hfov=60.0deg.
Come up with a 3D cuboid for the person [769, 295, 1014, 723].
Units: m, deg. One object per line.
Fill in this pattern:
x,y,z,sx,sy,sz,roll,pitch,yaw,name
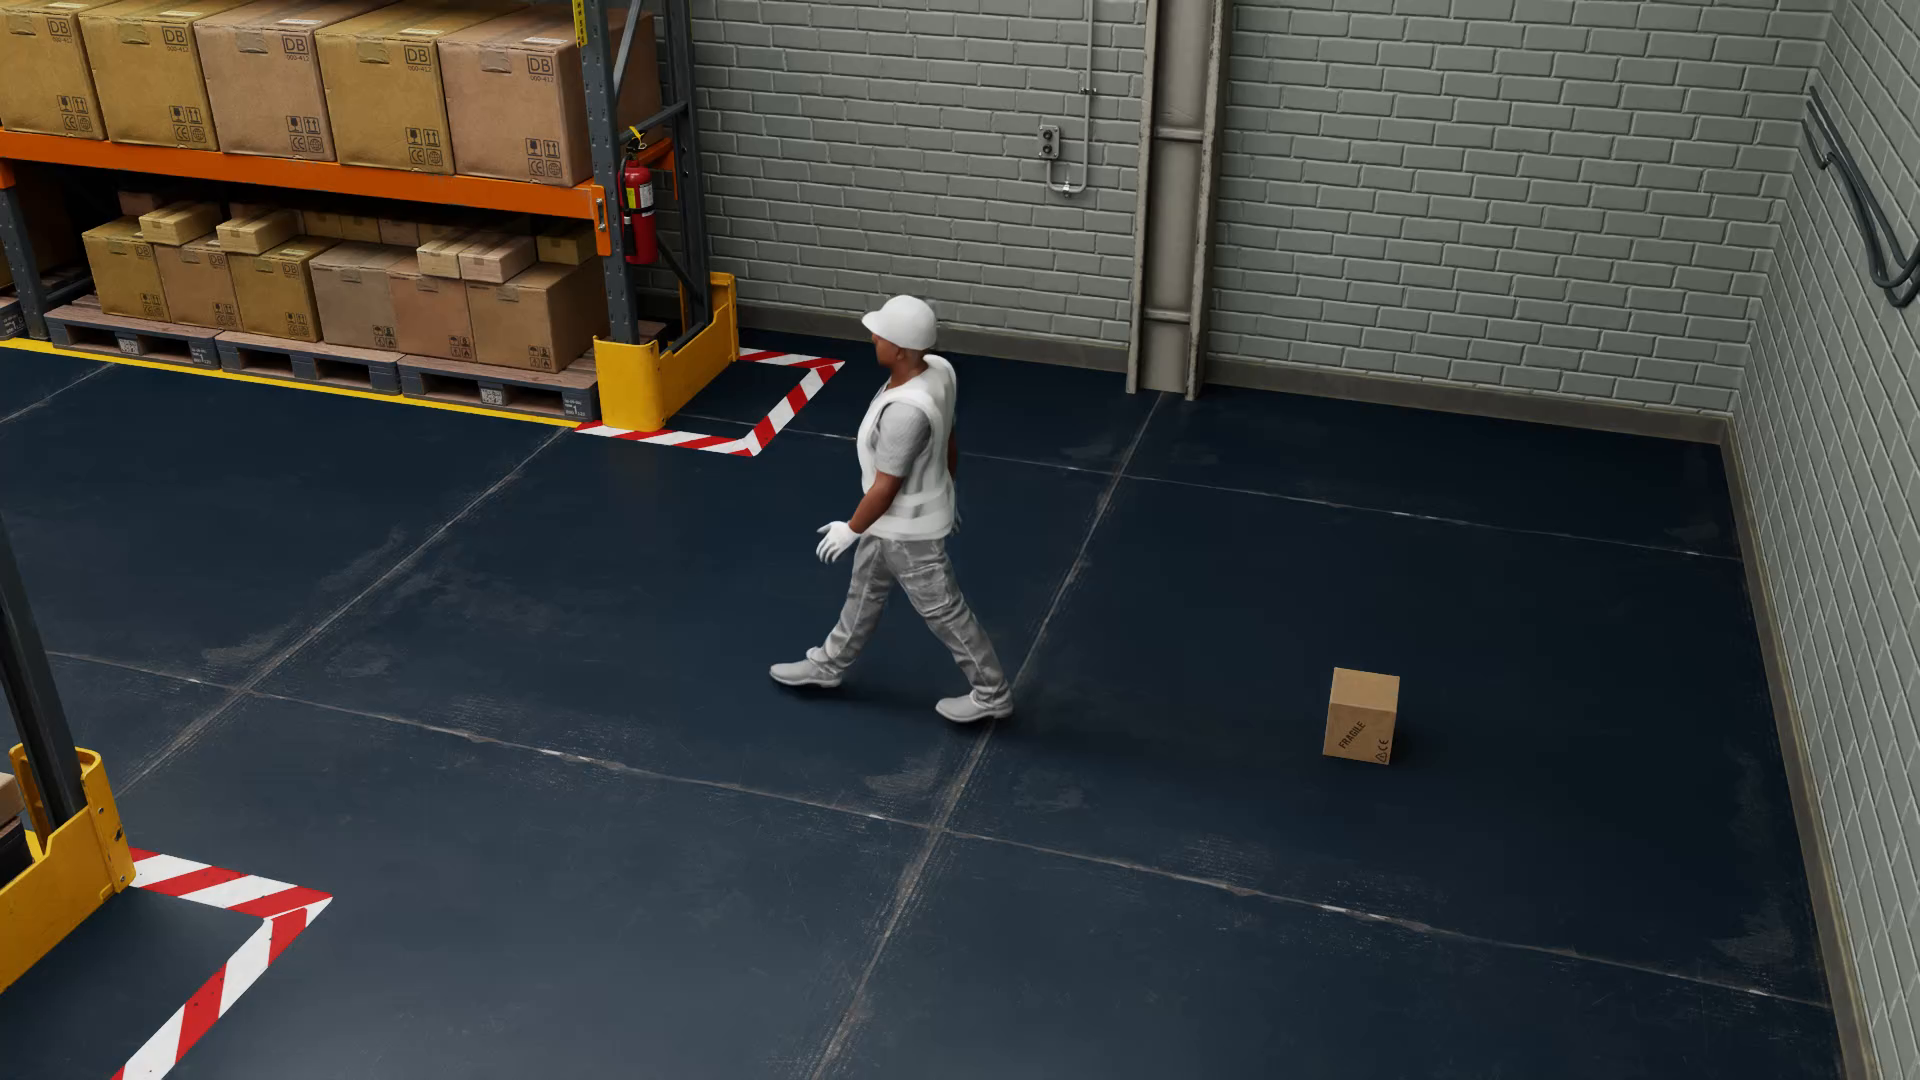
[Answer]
-0.290,-0.104,6.250,1.016,1.724,0.564,3,29,6,person
